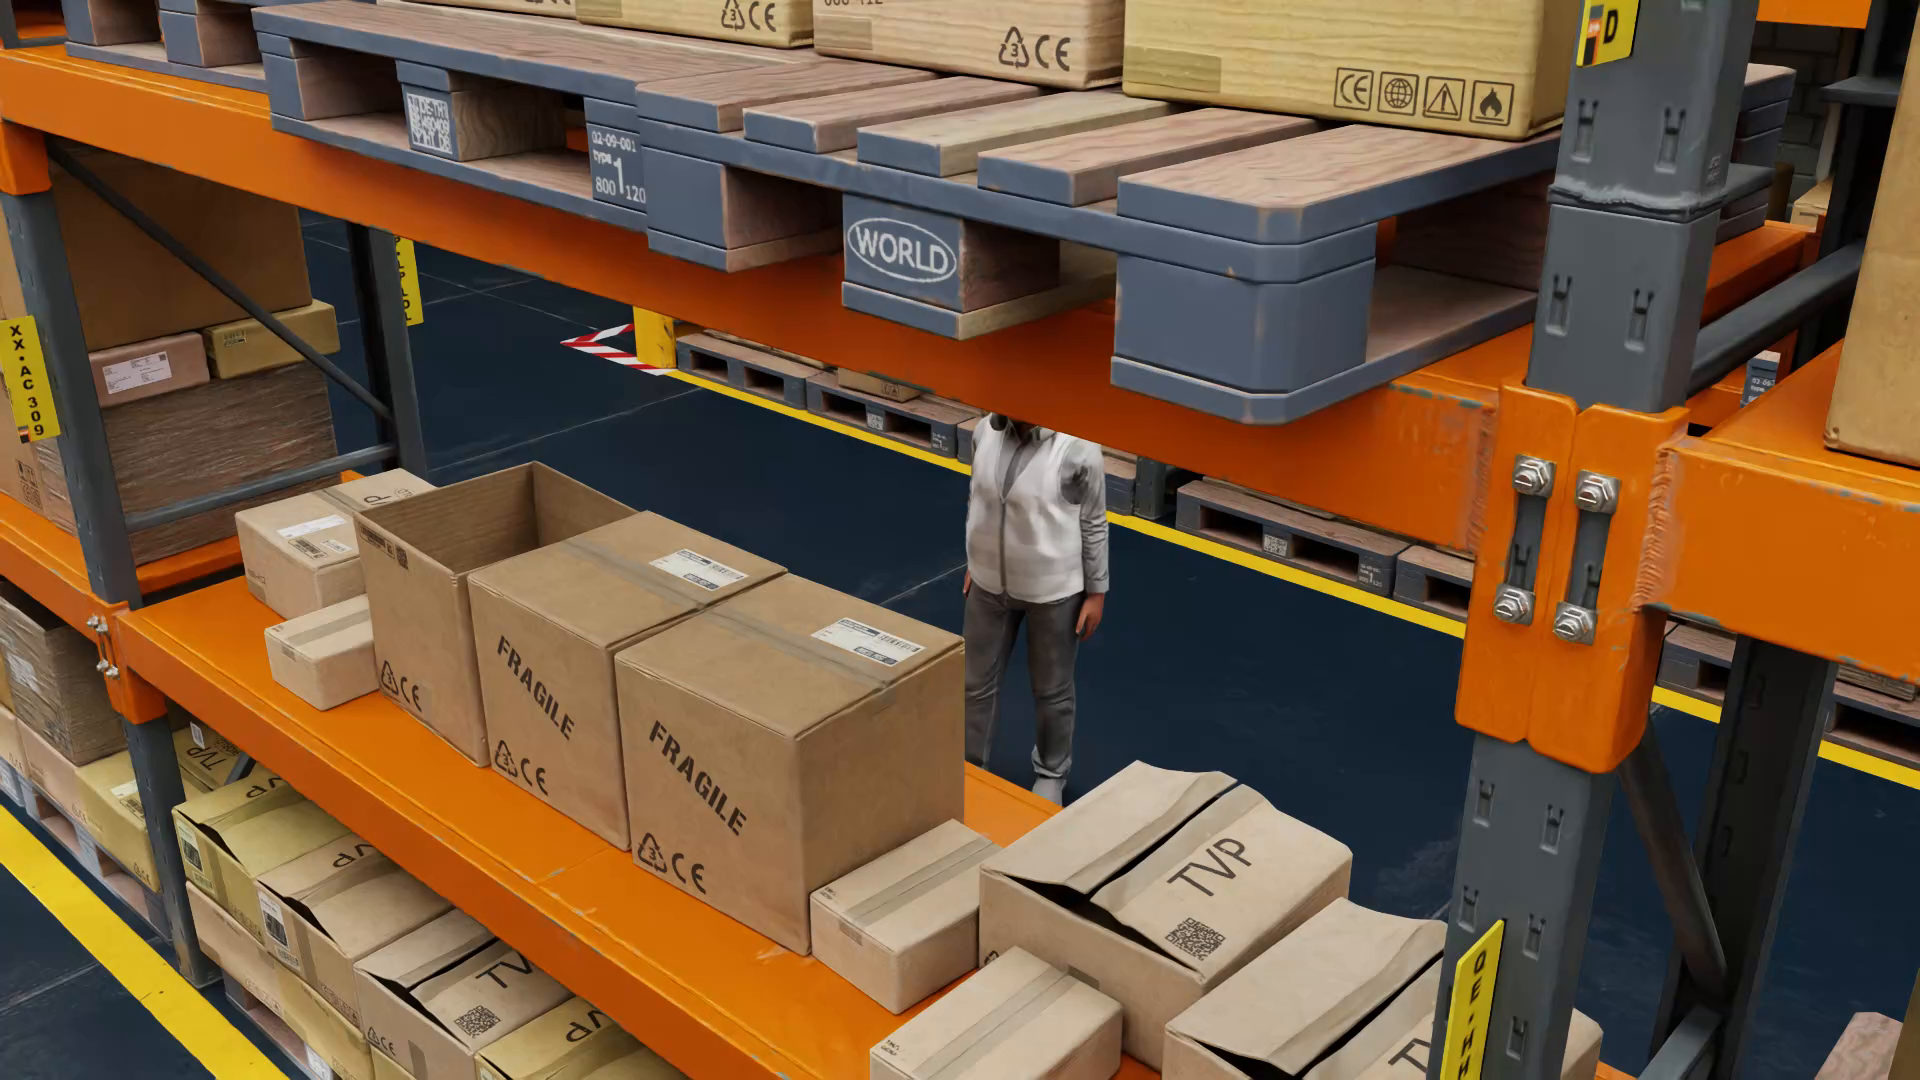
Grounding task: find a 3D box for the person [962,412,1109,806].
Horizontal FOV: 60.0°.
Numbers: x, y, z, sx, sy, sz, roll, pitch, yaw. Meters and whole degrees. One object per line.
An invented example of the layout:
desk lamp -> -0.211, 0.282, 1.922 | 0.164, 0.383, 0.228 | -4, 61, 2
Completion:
person -> 0.195, 0.171, 5.654 | 0.575, 1.766, 0.590 | 13, 27, 28
